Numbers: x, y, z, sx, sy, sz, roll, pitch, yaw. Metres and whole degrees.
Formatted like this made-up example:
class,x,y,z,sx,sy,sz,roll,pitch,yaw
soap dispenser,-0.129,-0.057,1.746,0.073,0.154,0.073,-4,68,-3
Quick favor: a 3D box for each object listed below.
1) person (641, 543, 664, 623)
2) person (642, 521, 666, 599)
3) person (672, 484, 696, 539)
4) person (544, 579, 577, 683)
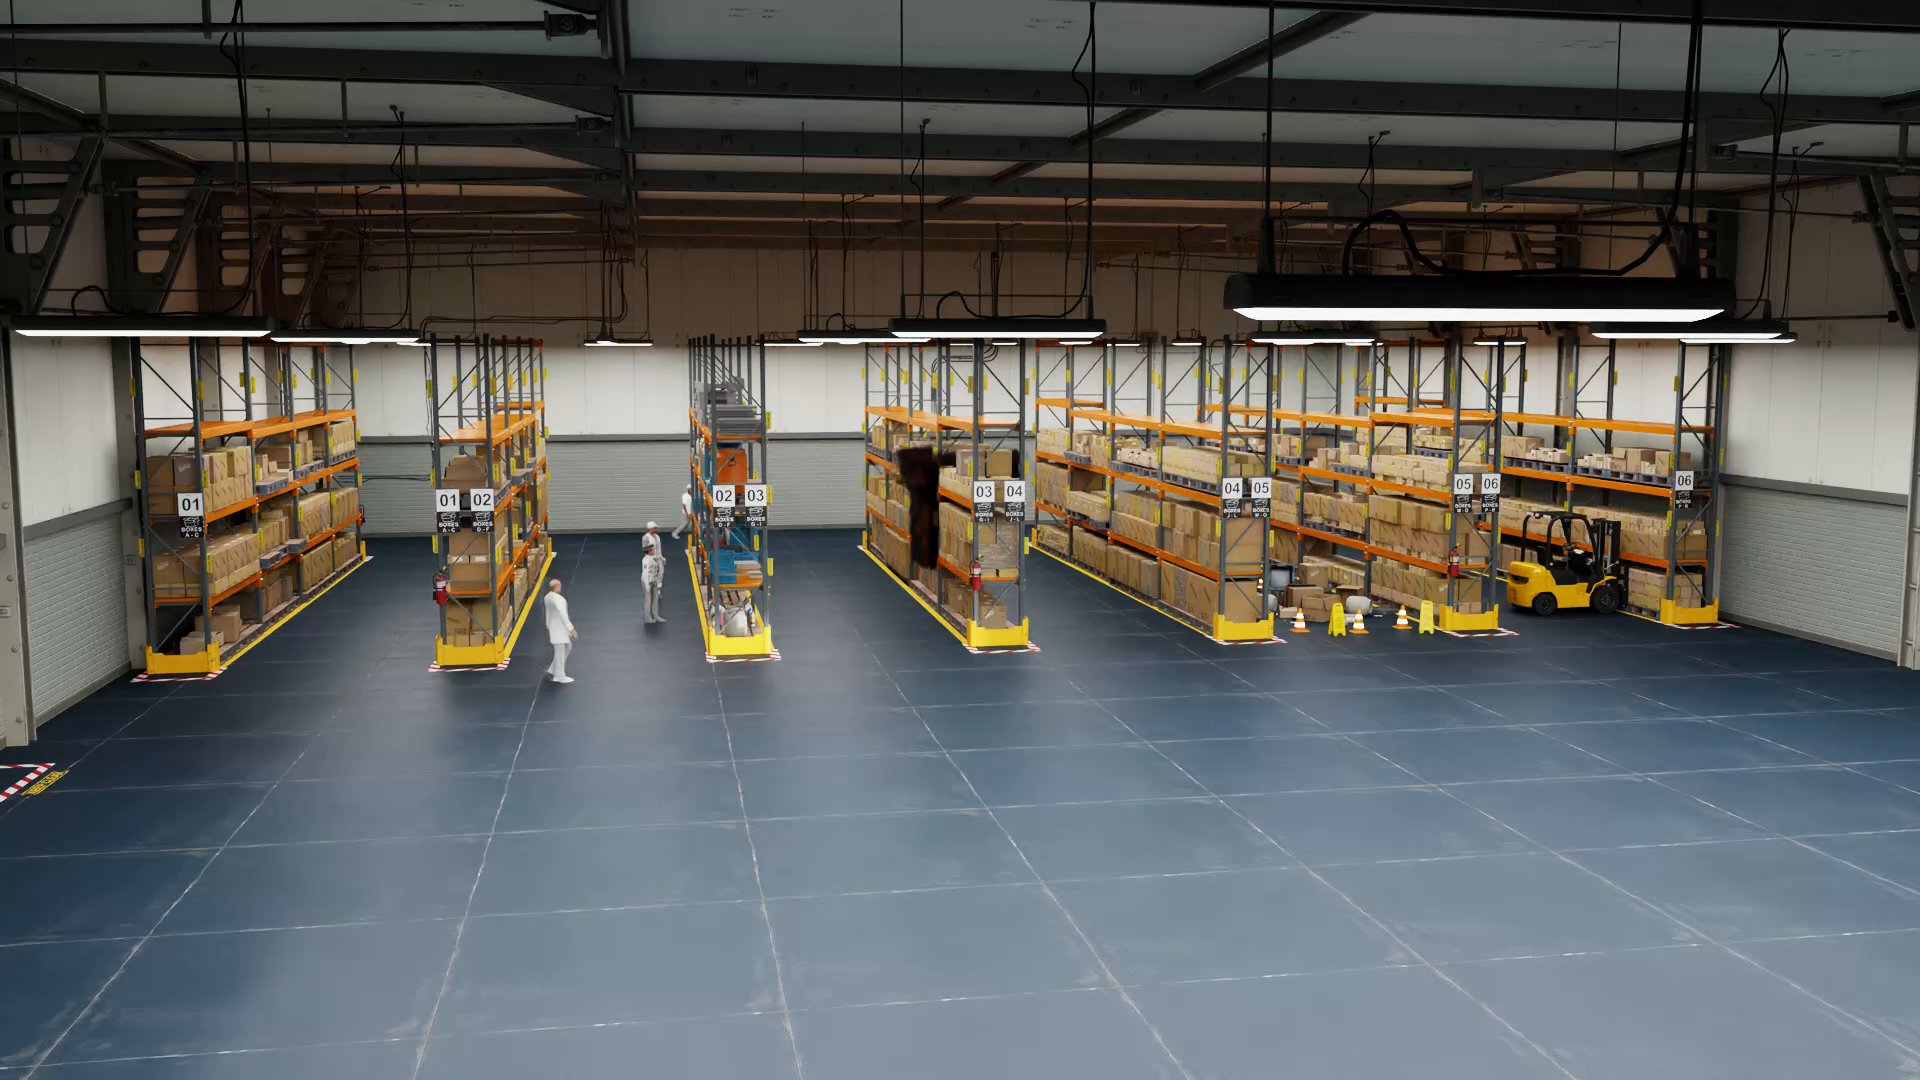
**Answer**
class,x,y,z,sx,sy,sz,roll,pitch,yaw
person,-6.498,0.903,34.929,0.366,1.690,0.533,3,7,25
person,-7.036,0.488,38.410,0.587,1.838,0.520,-6,9,-40
person,-8.124,-0.819,49.692,0.982,1.720,0.672,1,7,9
person,-6.884,1.559,28.717,0.573,1.785,0.635,-1,7,-10
